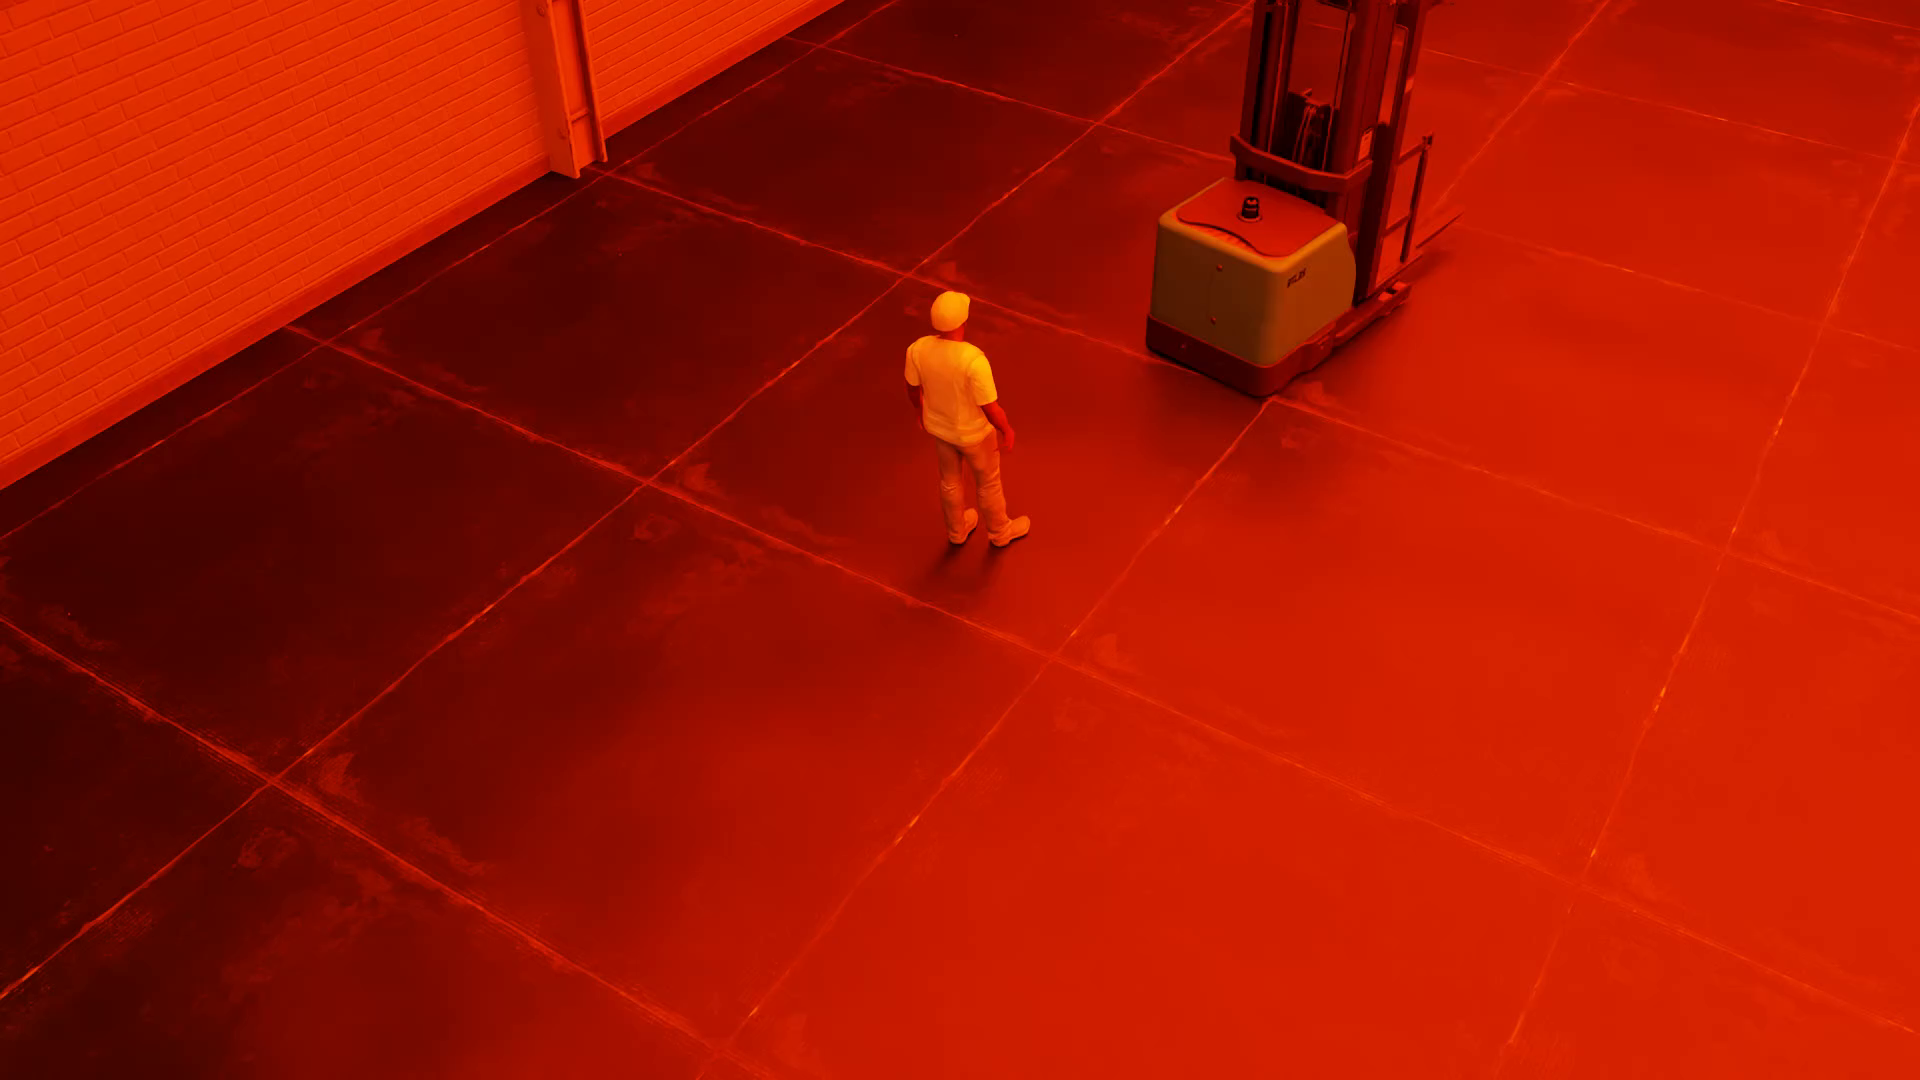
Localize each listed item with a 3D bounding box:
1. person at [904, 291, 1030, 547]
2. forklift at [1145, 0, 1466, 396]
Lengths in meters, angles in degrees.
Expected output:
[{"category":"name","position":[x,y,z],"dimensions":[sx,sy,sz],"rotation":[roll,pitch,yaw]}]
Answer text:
[{"category":"person","position":[0.043,-0.715,9.700],"dimensions":[0.665,1.765,0.577],"rotation":[22,45,24]},{"category":"forklift","position":[2.677,-2.960,11.460],"dimensions":[1.130,2.935,3.031],"rotation":[30,49,31]}]
